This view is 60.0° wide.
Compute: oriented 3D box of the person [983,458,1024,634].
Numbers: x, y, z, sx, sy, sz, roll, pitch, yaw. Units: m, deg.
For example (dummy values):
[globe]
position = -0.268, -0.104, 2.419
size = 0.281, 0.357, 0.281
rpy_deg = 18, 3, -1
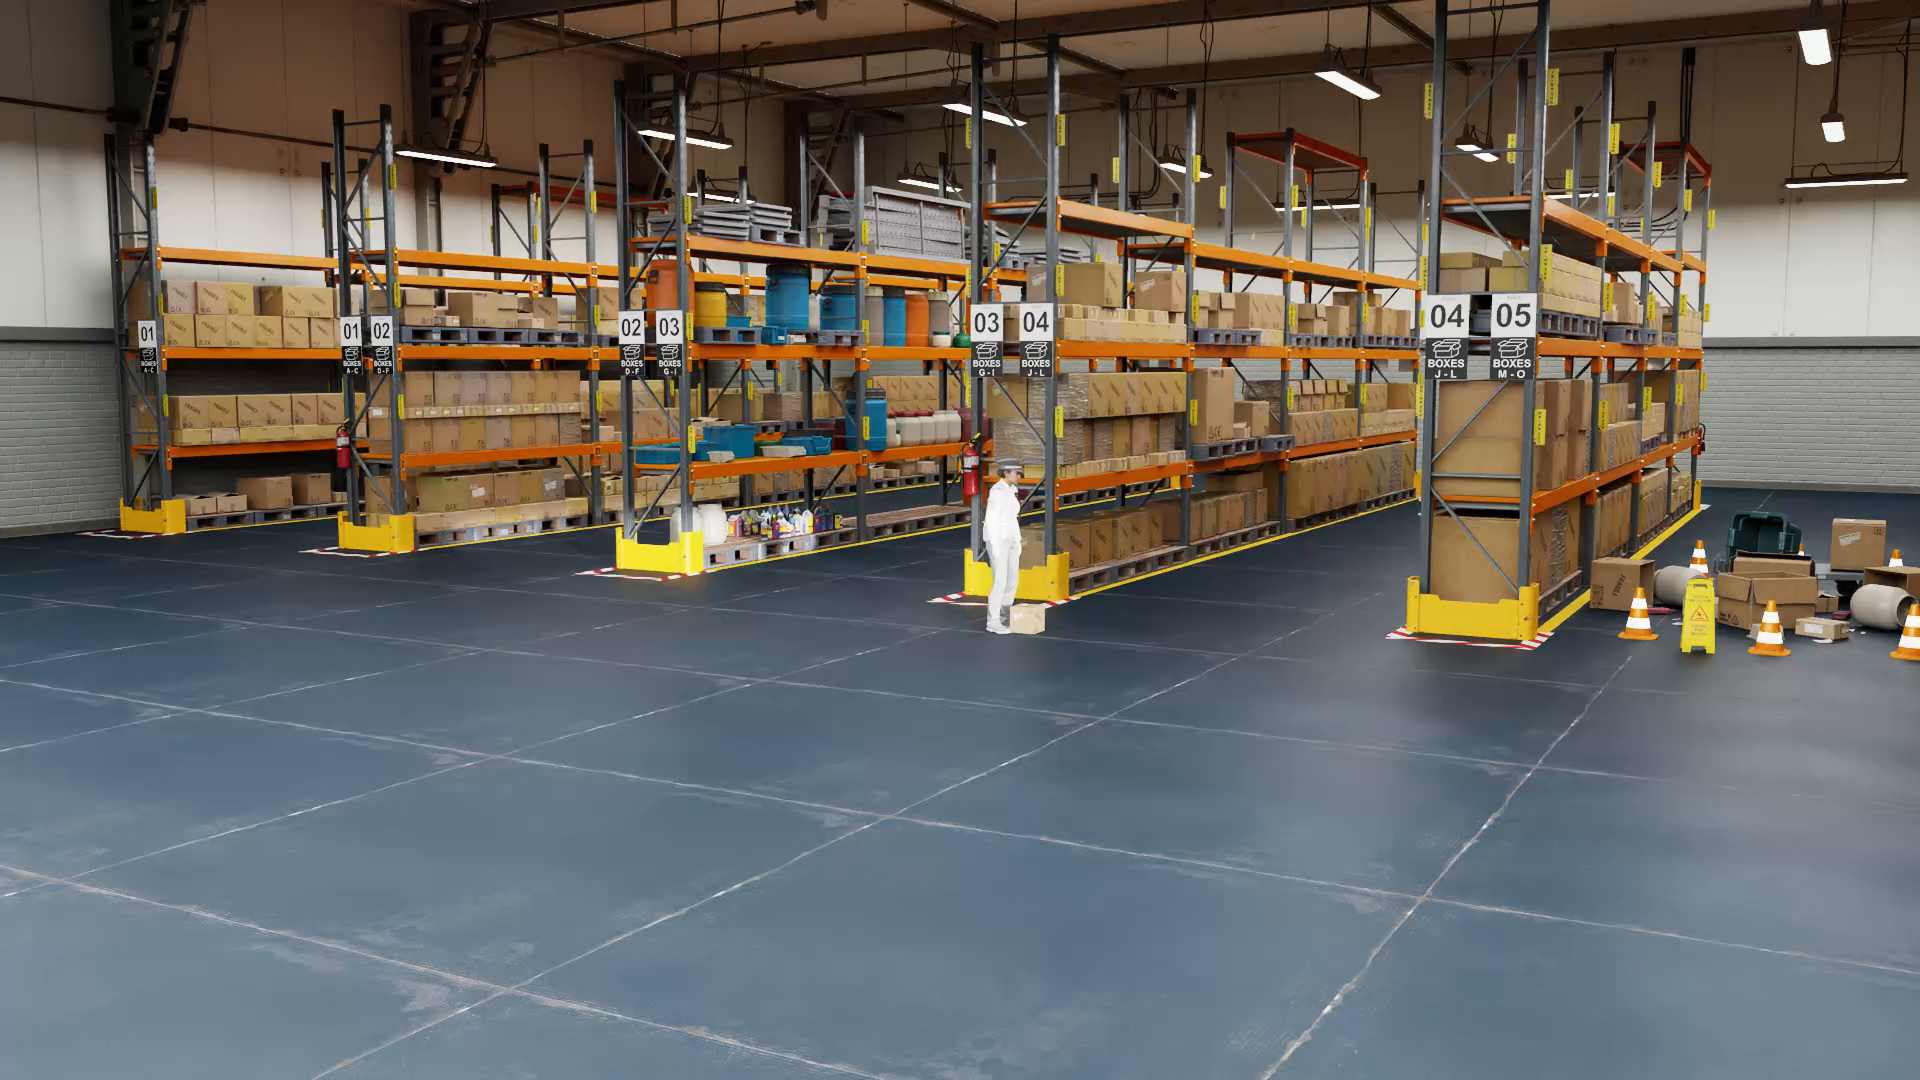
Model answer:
[person]
position = 0.428, 0.041, 15.962
size = 0.372, 1.663, 0.529
rpy_deg = 3, 7, 29
